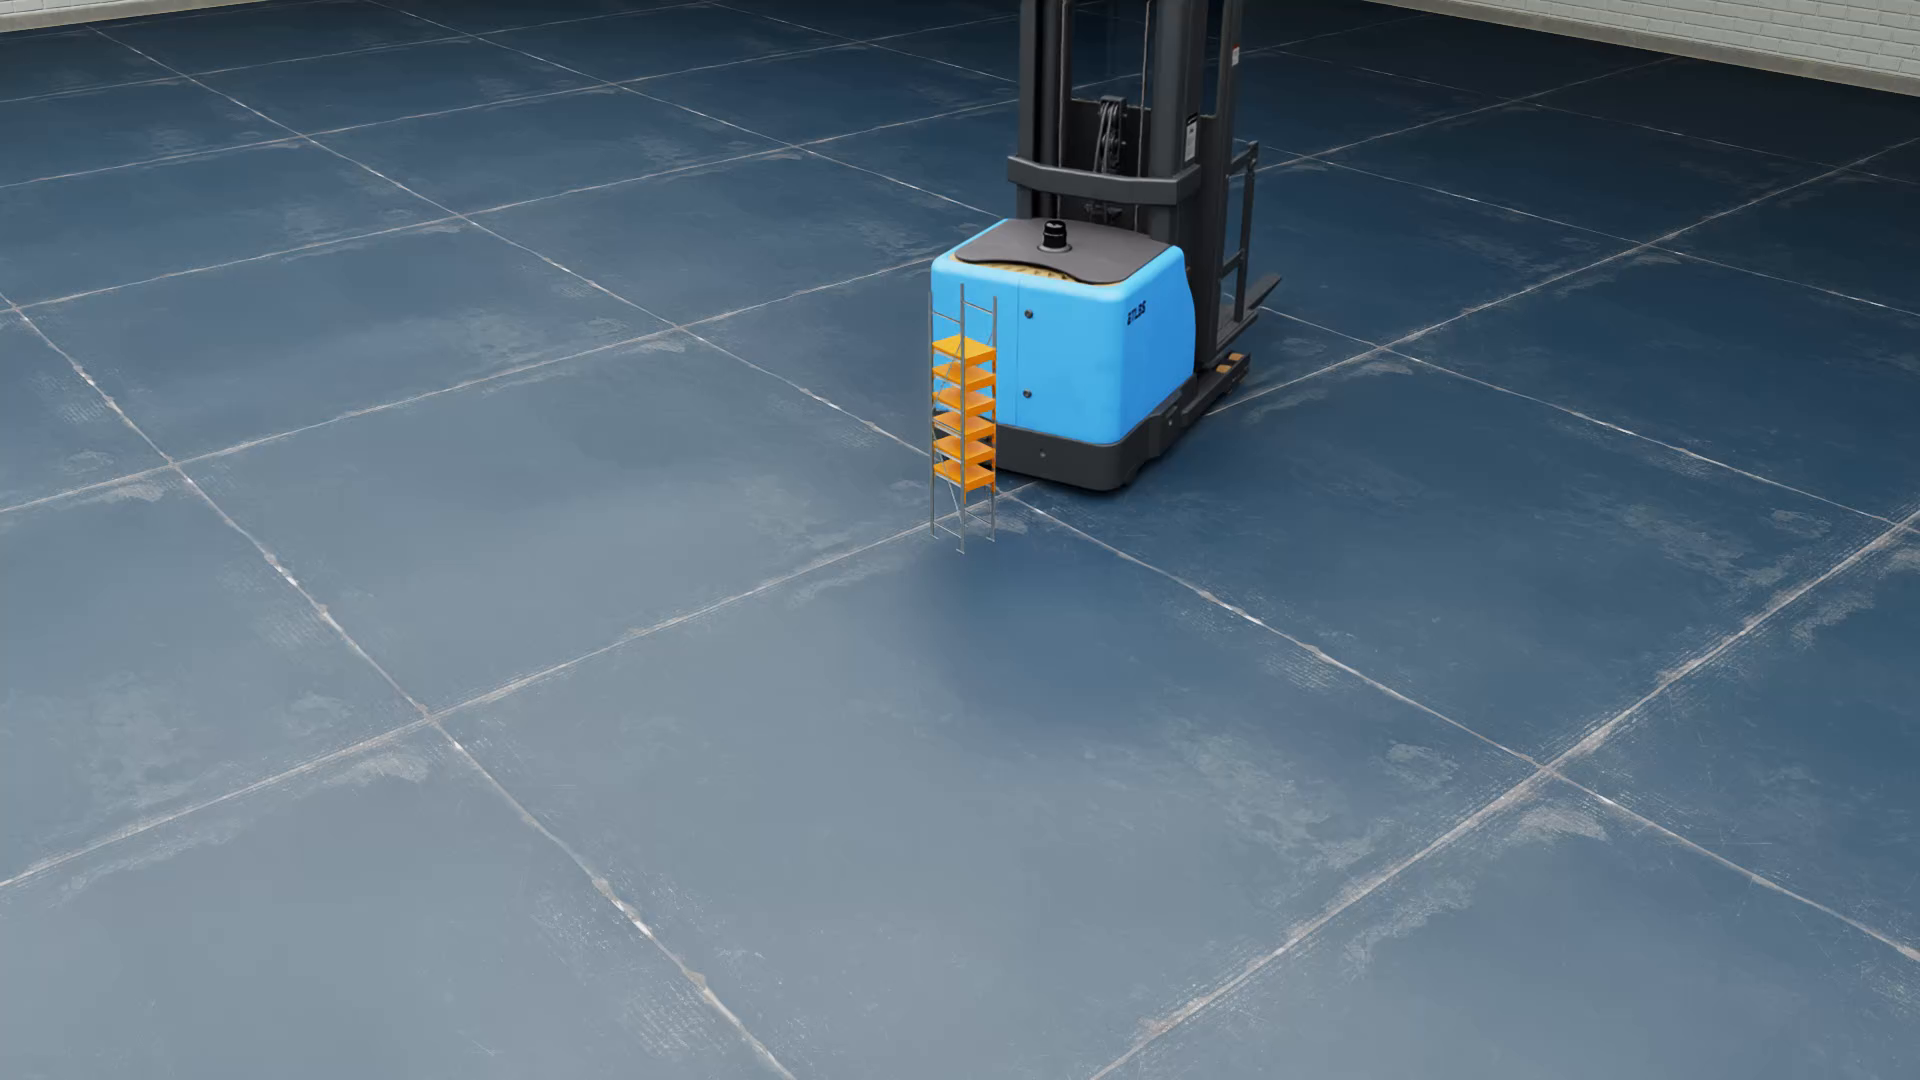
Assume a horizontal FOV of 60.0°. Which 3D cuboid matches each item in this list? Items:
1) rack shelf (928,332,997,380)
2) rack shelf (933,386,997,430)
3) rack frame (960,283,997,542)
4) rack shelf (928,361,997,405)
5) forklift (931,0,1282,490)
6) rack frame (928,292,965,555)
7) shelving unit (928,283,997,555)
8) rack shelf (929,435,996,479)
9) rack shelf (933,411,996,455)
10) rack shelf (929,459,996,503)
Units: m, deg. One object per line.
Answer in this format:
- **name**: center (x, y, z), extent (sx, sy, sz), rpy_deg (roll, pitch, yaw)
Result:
- **rack shelf**: center (0.011, -0.812, 7.327), extent (0.180, 0.103, 0.258), rpy_deg (-22, 35, -35)
- **rack shelf**: center (0.011, -0.600, 7.440), extent (0.180, 0.103, 0.258), rpy_deg (-22, 35, -35)
- **rack frame**: center (0.081, -0.562, 7.528), extent (0.006, 1.200, 0.240), rpy_deg (-22, 35, -35)
- **rack shelf**: center (0.011, -0.706, 7.383), extent (0.180, 0.103, 0.258), rpy_deg (-22, 35, -35)
- **forklift**: center (0.990, -2.195, 8.748), extent (1.130, 2.935, 3.031), rpy_deg (14, 31, 25)
- **rack frame**: center (-0.059, -0.506, 7.423), extent (0.006, 1.200, 0.240), rpy_deg (-22, 35, -35)
- **shelving unit**: center (0.011, -0.534, 7.475), extent (0.189, 1.200, 0.258), rpy_deg (-22, 35, -35)
- **rack shelf**: center (0.011, -0.389, 7.553), extent (0.180, 0.103, 0.258), rpy_deg (-22, 35, -35)
- **rack shelf**: center (0.011, -0.494, 7.496), extent (0.180, 0.103, 0.258), rpy_deg (-22, 35, -35)
- **rack shelf**: center (0.011, -0.283, 7.610), extent (0.180, 0.103, 0.258), rpy_deg (-22, 35, -35)
